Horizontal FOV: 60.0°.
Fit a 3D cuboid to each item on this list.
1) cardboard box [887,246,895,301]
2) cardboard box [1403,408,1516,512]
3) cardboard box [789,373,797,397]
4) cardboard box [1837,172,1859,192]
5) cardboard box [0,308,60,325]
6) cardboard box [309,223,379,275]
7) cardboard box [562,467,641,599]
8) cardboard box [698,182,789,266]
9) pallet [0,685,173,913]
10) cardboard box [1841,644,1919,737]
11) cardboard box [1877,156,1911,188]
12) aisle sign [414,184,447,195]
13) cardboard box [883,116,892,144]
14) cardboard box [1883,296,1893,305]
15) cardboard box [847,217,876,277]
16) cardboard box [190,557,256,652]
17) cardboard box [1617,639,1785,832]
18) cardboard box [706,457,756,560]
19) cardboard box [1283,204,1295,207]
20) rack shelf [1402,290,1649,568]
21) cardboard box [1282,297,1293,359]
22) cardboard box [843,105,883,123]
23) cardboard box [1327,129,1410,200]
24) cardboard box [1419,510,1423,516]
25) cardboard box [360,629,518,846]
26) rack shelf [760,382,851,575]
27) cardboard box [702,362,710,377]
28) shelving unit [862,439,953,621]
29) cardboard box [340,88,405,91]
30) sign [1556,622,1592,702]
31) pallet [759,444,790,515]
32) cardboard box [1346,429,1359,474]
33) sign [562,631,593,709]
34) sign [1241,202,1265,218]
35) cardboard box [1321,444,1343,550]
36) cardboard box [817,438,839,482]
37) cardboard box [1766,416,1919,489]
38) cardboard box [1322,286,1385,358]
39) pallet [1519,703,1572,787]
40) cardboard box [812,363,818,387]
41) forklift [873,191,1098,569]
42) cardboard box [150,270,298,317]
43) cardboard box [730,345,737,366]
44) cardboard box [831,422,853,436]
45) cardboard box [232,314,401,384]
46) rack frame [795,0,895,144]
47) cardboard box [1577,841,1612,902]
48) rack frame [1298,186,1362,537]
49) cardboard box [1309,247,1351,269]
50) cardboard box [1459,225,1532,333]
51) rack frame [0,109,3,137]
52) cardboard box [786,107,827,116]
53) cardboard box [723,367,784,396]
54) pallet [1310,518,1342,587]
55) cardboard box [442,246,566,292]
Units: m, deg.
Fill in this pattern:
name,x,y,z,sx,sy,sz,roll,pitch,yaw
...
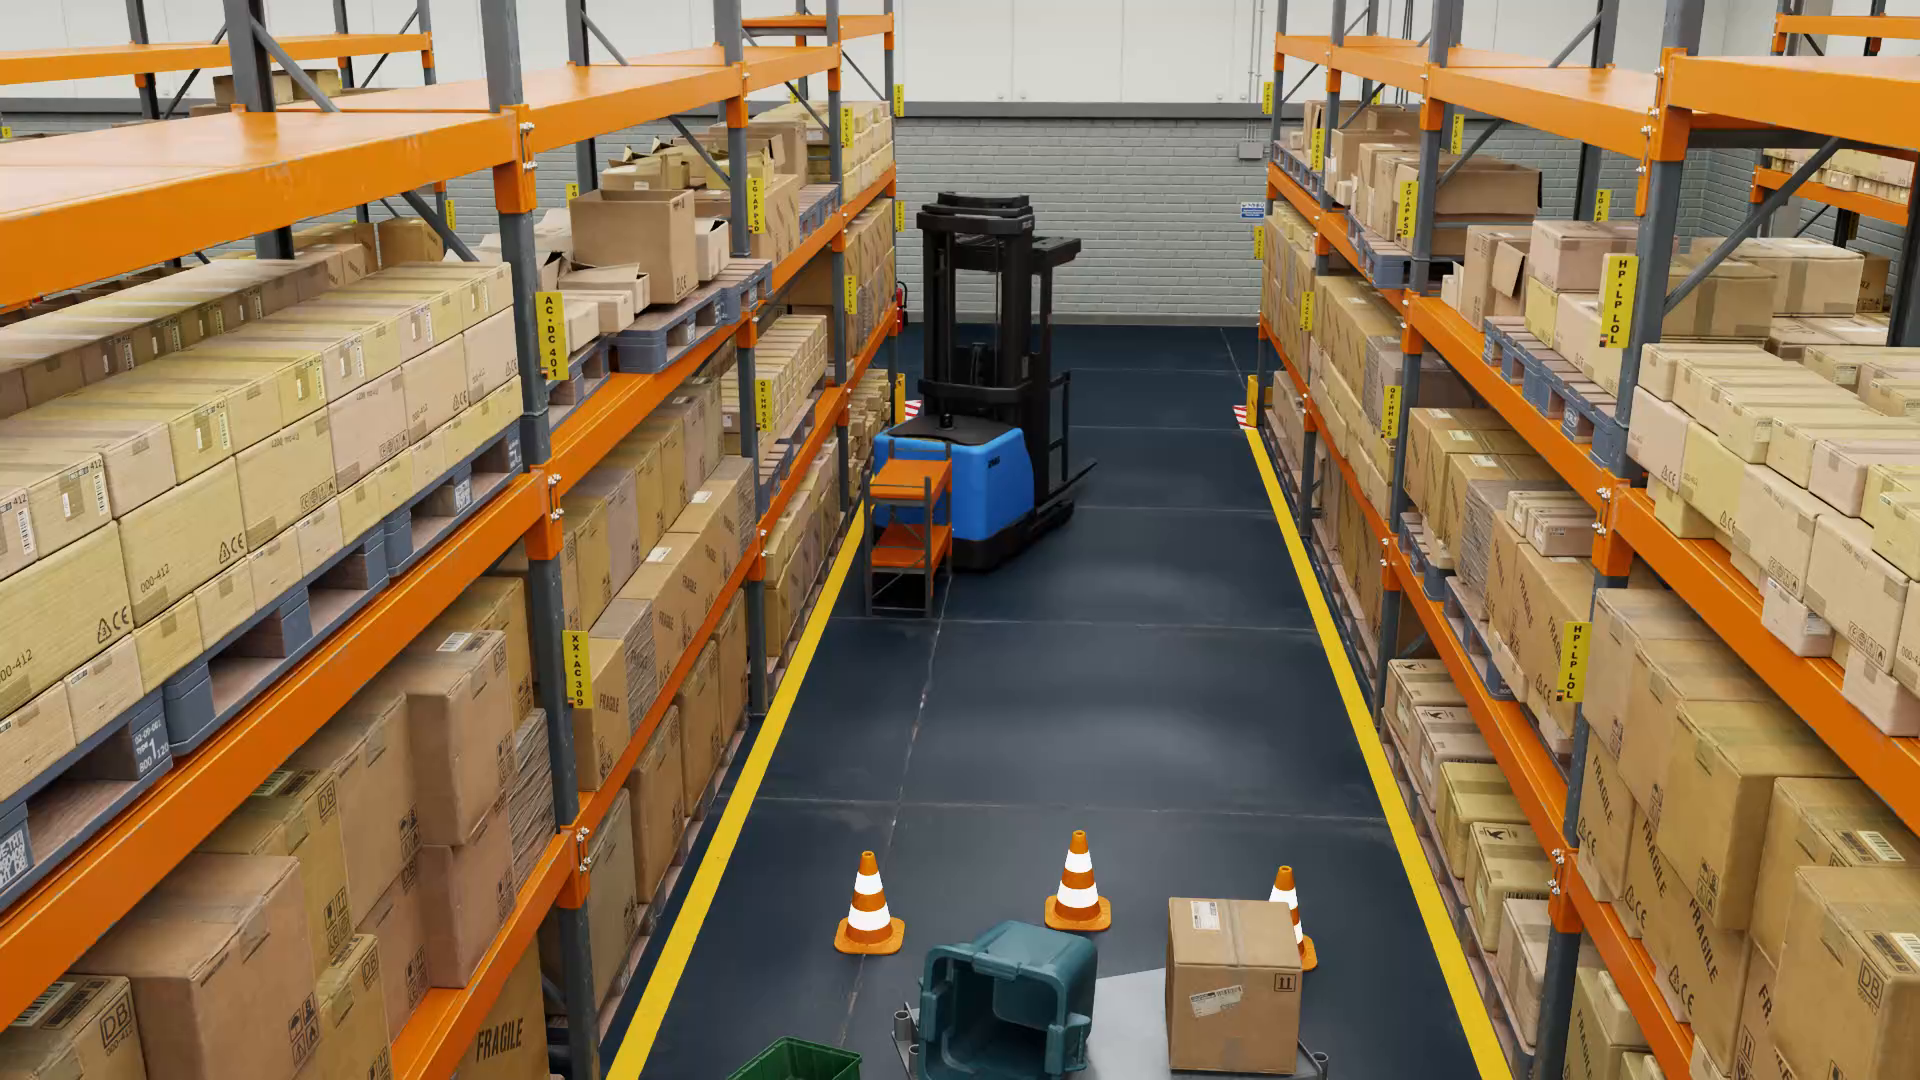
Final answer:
name,x,y,z,sx,sy,sz,roll,pitch,yaw
cardboard box,-0.970,-2.823,17.583,0.500,0.500,0.500,2,18,5
cardboard box,2.914,-0.470,9.726,0.500,0.500,0.500,1,18,2
cardboard box,-1.427,-1.146,12.354,0.380,0.149,0.250,2,18,6
cardboard box,8.227,-3.252,15.115,0.380,0.149,0.250,2,18,5
cardboard box,-6.590,-1.390,12.077,0.797,0.503,0.637,2,18,5
cardboard box,-6.474,-3.050,17.472,0.500,0.500,0.500,1,18,3
cardboard box,-1.953,-0.046,7.981,0.700,0.500,0.500,1,18,4
cardboard box,-1.433,-2.095,11.020,0.500,0.500,0.500,1,18,4
pallet,-2.298,0.576,3.173,1.003,0.211,1.213,1,18,4
cardboard box,2.416,0.368,4.070,0.380,0.149,0.250,1,18,3
cardboard box,8.226,-3.161,14.199,0.500,0.250,0.500,1,18,2
aisle sign,-5.830,-4.173,18.165,0.394,0.787,0.004,1,18,4
cardboard box,-0.973,-4.222,17.113,0.500,0.250,0.500,1,18,2
cardboard box,8.855,-2.198,16.077,0.500,0.250,0.500,2,18,6
cardboard box,-1.078,-2.812,15.945,0.500,0.500,0.500,1,18,2
cardboard box,-1.906,0.145,3.913,0.380,0.149,0.250,1,18,4
cardboard box,2.584,0.653,5.370,0.700,0.500,0.500,1,18,4
cardboard box,-1.532,-0.196,10.045,0.500,0.500,0.500,1,18,4
cardboard box,3.501,-3.344,17.004,0.380,0.149,0.250,2,18,5
rack shelf,3.033,-0.678,8.013,1.077,0.370,4.000,1,18,4
cardboard box,3.295,-1.972,15.463,0.500,0.500,0.500,1,18,3
cardboard box,-0.969,-4.212,16.441,0.380,0.149,0.250,2,18,5
cardboard box,3.111,-2.863,12.692,0.500,0.500,0.500,1,18,3
cardboard box,2.968,-0.199,9.942,0.380,0.149,0.250,0,18,1
cardboard box,-2.039,0.650,5.646,0.875,0.550,0.550,1,18,4
rack shelf,-1.624,-0.574,12.513,1.077,0.370,4.000,1,18,4
cardboard box,-2.075,-1.303,12.355,0.380,0.149,0.250,2,18,6
shelving unit,-0.391,-0.096,12.911,0.538,1.125,1.048,3,18,8
cardboard box,-6.118,-4.479,17.462,0.700,0.500,0.500,0,18,1
sign,2.336,0.465,6.327,0.100,0.325,0.005,1,18,4
pallet,-1.823,-0.427,11.218,1.213,0.211,1.003,1,18,4
cardboard box,3.027,-0.622,11.746,0.500,0.250,0.500,1,18,3
sign,-1.501,0.510,6.531,0.100,0.325,0.005,1,18,4
sign,4.087,-4.601,23.212,0.327,0.218,0.001,1,18,4
cardboard box,3.499,-0.454,13.728,0.875,0.875,0.875,2,18,6
cardboard box,-1.282,-0.668,13.781,0.500,0.250,0.500,1,18,2
cardboard box,2.512,-0.245,4.660,0.380,0.149,0.250,1,18,2
cardboard box,3.136,-1.692,13.003,0.500,0.500,0.500,1,18,4
pallet,3.090,0.884,7.217,1.003,0.211,1.213,1,18,4
cardboard box,-1.350,-1.332,13.398,0.380,0.149,0.250,1,18,4
forklift,0.374,-1.575,14.523,1.130,2.935,3.031,9,20,24
cardboard box,-2.437,-0.800,5.517,0.380,0.149,0.250,1,18,3
cardboard box,-2.003,-1.486,13.392,0.380,0.149,0.250,2,18,5
cardboard box,-1.206,-1.012,15.644,0.380,0.149,0.250,1,18,2
cardboard box,-1.834,-0.549,4.752,0.380,0.149,0.250,1,18,4
rack frame,-1.194,-5.630,17.154,1.000,3.000,0.127,1,18,4
cardboard box,2.548,1.237,6.235,0.380,0.149,0.250,1,18,4
rack frame,3.464,-1.458,14.055,1.000,3.000,0.127,1,18,4
cardboard box,3.168,-2.392,14.097,0.380,0.149,0.250,1,18,3
cardboard box,3.099,-1.395,8.884,0.700,0.500,0.500,1,18,4
rack frame,-11.074,-5.883,17.925,1.000,3.000,0.127,1,18,4
cardboard box,-1.504,-4.146,16.239,0.380,0.149,0.250,2,18,5
cardboard box,-1.466,-1.123,11.806,0.380,0.149,0.250,2,18,6
pallet,3.483,0.108,13.753,1.003,0.211,1.213,1,18,4
cardboard box,-2.148,-1.232,7.856,0.500,0.311,0.500,1,18,2
